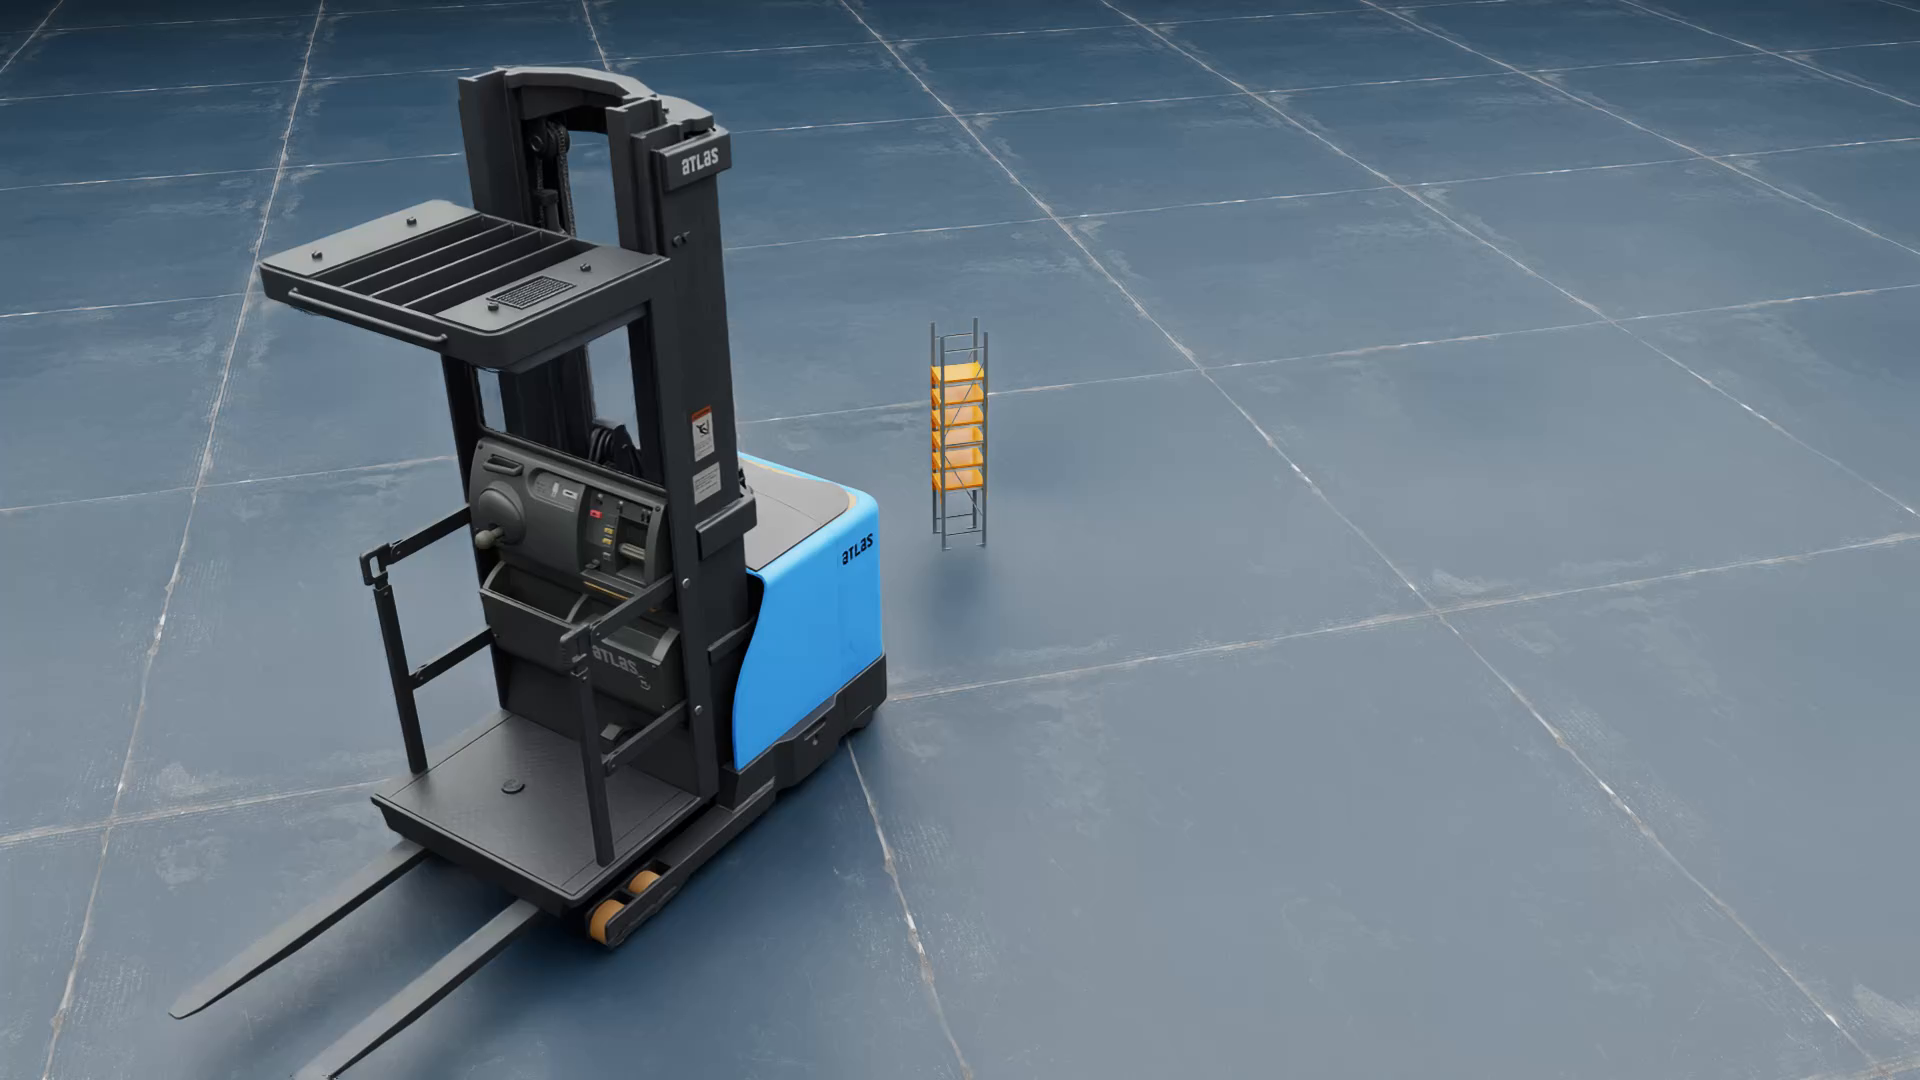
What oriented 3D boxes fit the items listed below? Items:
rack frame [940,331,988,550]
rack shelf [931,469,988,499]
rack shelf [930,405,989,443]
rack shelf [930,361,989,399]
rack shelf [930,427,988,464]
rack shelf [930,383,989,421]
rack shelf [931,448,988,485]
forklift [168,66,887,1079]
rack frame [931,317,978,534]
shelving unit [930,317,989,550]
[{"bbox_3d":[0.020,-0.482,8.385,0.240,1.200,0.006,-8,31,-13],"label":"rack frame"},{"bbox_3d":[-0.004,-0.280,8.604,0.258,0.103,0.180,-8,31,-13],"label":"rack shelf"},{"bbox_3d":[-0.004,-0.592,8.424,0.258,0.103,0.180,-8,31,-13],"label":"rack shelf"},{"bbox_3d":[-0.004,-0.799,8.303,0.258,0.103,0.180,-8,31,-13],"label":"rack shelf"},{"bbox_3d":[-0.004,-0.488,8.484,0.258,0.103,0.180,-8,31,-13],"label":"rack shelf"},{"bbox_3d":[-0.004,-0.696,8.364,0.258,0.103,0.180,-8,31,-13],"label":"rack shelf"},{"bbox_3d":[-0.004,-0.384,8.544,0.258,0.103,0.180,-8,31,-13],"label":"rack shelf"},{"bbox_3d":[-1.550,-0.038,5.889,1.130,2.935,3.031,18,35,28],"label":"forklift"},{"bbox_3d":[-0.028,-0.570,8.538,0.240,1.200,0.006,-8,31,-13],"label":"rack frame"},{"bbox_3d":[-0.004,-0.526,8.462,0.258,1.200,0.189,-8,31,-13],"label":"shelving unit"}]
